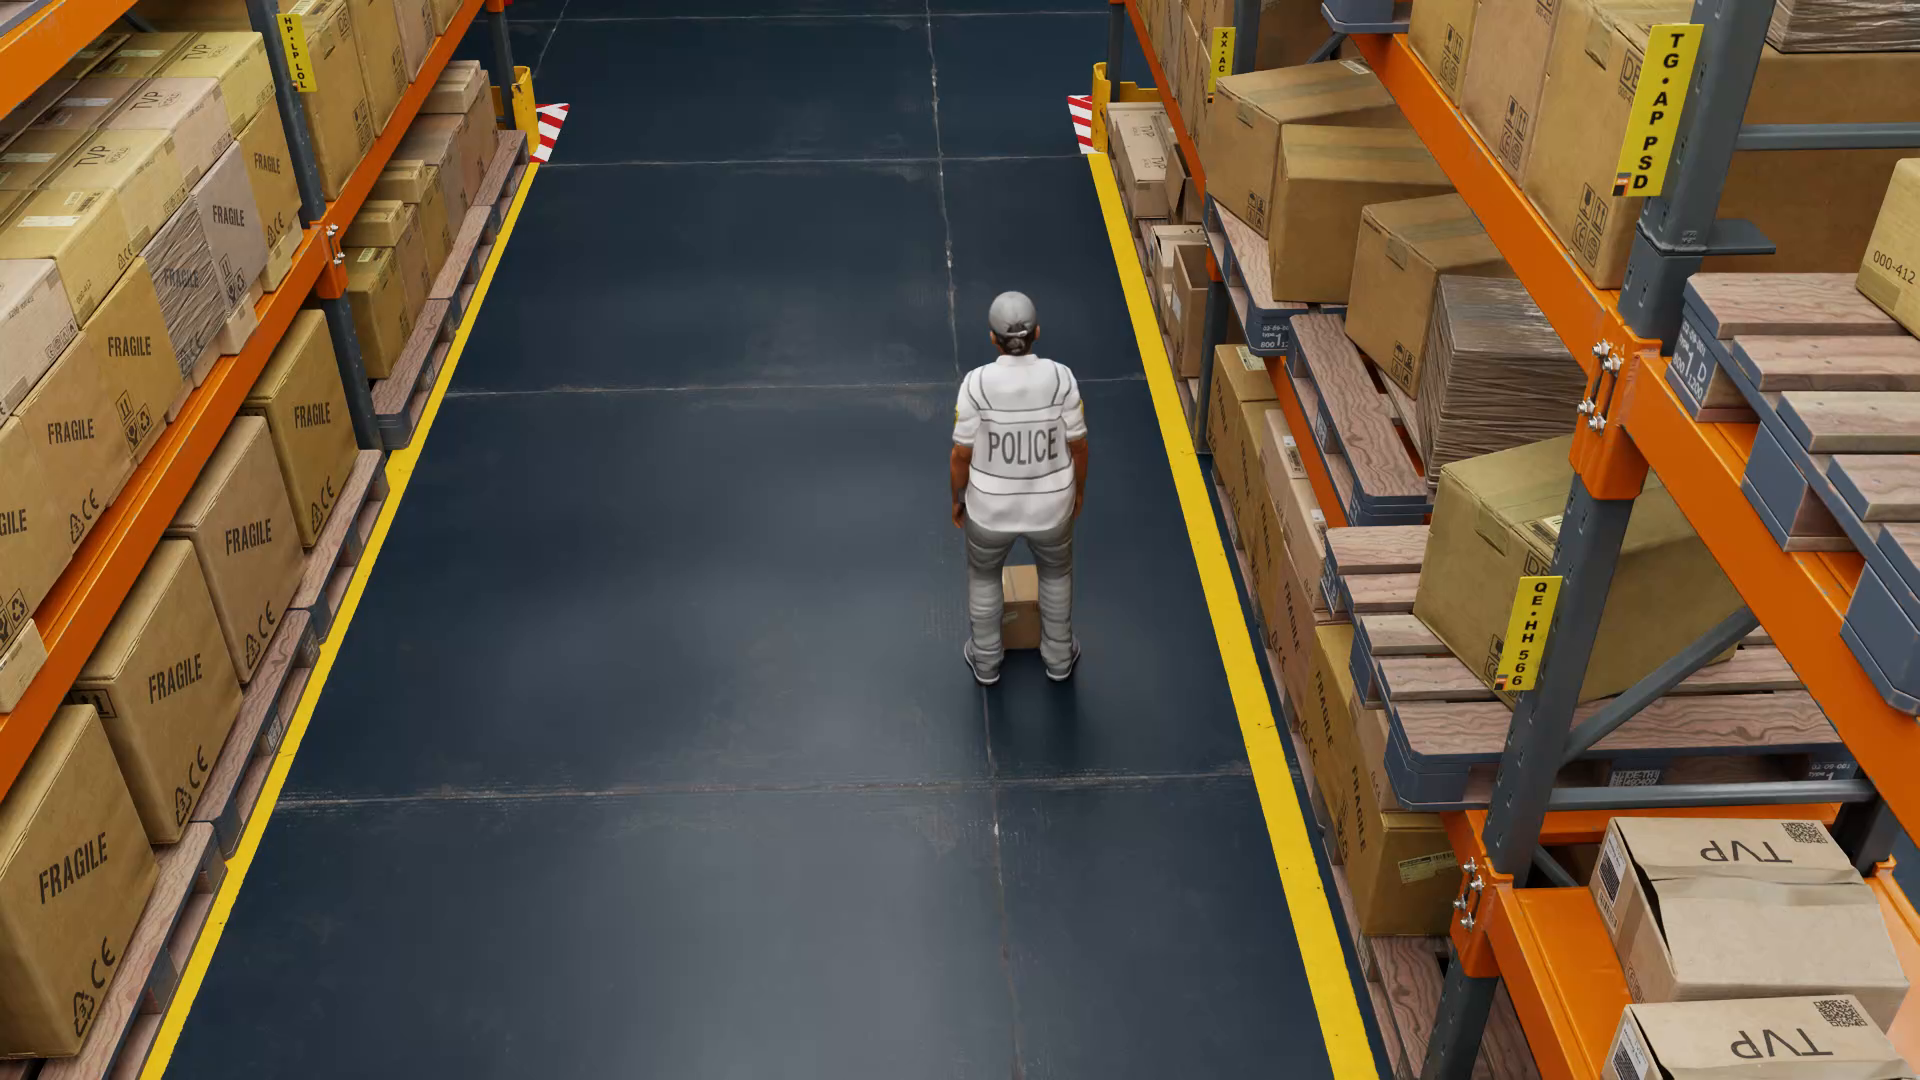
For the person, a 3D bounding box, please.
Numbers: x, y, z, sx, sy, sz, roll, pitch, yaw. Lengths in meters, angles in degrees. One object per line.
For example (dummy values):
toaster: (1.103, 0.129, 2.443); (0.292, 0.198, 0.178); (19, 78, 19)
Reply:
person: (0.231, -0.167, 6.377); (0.549, 1.664, 0.458); (-2, 36, -3)
